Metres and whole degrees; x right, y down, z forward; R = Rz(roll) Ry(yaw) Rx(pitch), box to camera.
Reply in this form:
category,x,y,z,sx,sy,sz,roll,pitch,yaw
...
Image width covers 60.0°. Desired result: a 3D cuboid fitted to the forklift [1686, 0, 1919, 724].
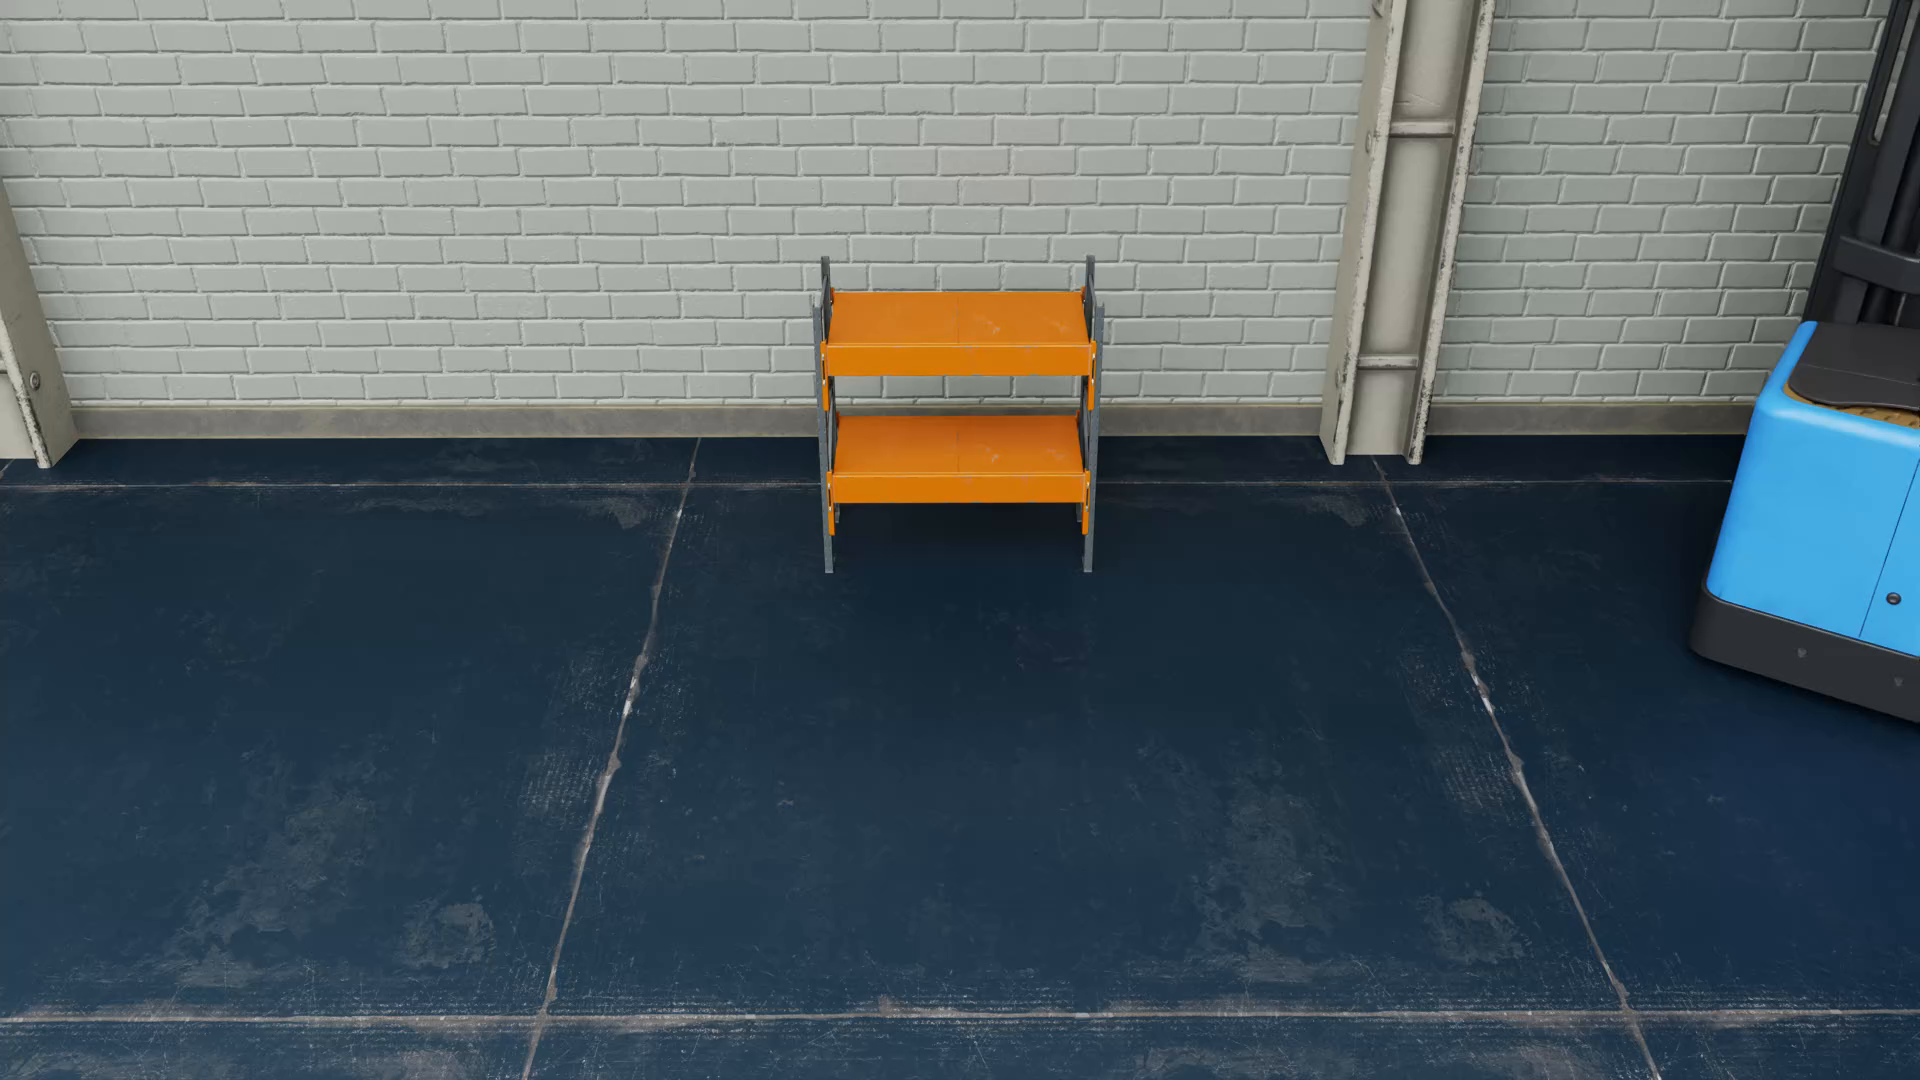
category,x,y,z,sx,sy,sz,roll,pitch,yaw
forklift,3.854,-1.300,6.067,1.130,2.935,3.031,19,36,28

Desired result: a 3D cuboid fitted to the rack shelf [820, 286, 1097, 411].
category,x,y,z,sx,sy,sz,roll,pitch,yaw
rack shelf,-0.007,-0.731,6.306,1.000,0.278,0.538,0,31,0

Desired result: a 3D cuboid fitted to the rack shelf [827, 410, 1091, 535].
category,x,y,z,sx,sy,sz,roll,pitch,yaw
rack shelf,-0.007,-0.272,6.585,1.000,0.278,0.538,0,31,0

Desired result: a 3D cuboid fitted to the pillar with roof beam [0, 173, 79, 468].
category,x,y,z,sx,sy,sz,roll,pitch,yaw
pillar with roof beam,-4.147,-2.008,1.385,0.400,9.000,9.100,0,31,0

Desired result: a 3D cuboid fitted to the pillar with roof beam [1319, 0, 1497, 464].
category,x,y,z,sx,sy,sz,roll,pitch,yaw
pillar with roof beam,1.853,-2.027,1.416,0.400,9.000,9.100,0,31,0

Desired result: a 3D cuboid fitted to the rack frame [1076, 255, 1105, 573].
category,x,y,z,sx,sy,sz,roll,pitch,yaw
rack frame,0.502,-0.482,6.461,0.032,1.125,0.500,0,31,0

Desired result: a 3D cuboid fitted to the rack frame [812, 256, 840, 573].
category,x,y,z,sx,sy,sz,roll,pitch,yaw
rack frame,-0.515,-0.479,6.456,0.032,1.125,0.500,0,31,0

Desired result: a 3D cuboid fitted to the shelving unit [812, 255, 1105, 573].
category,x,y,z,sx,sy,sz,roll,pitch,yaw
shelving unit,-0.007,-0.481,6.458,1.048,1.125,0.538,0,31,0
